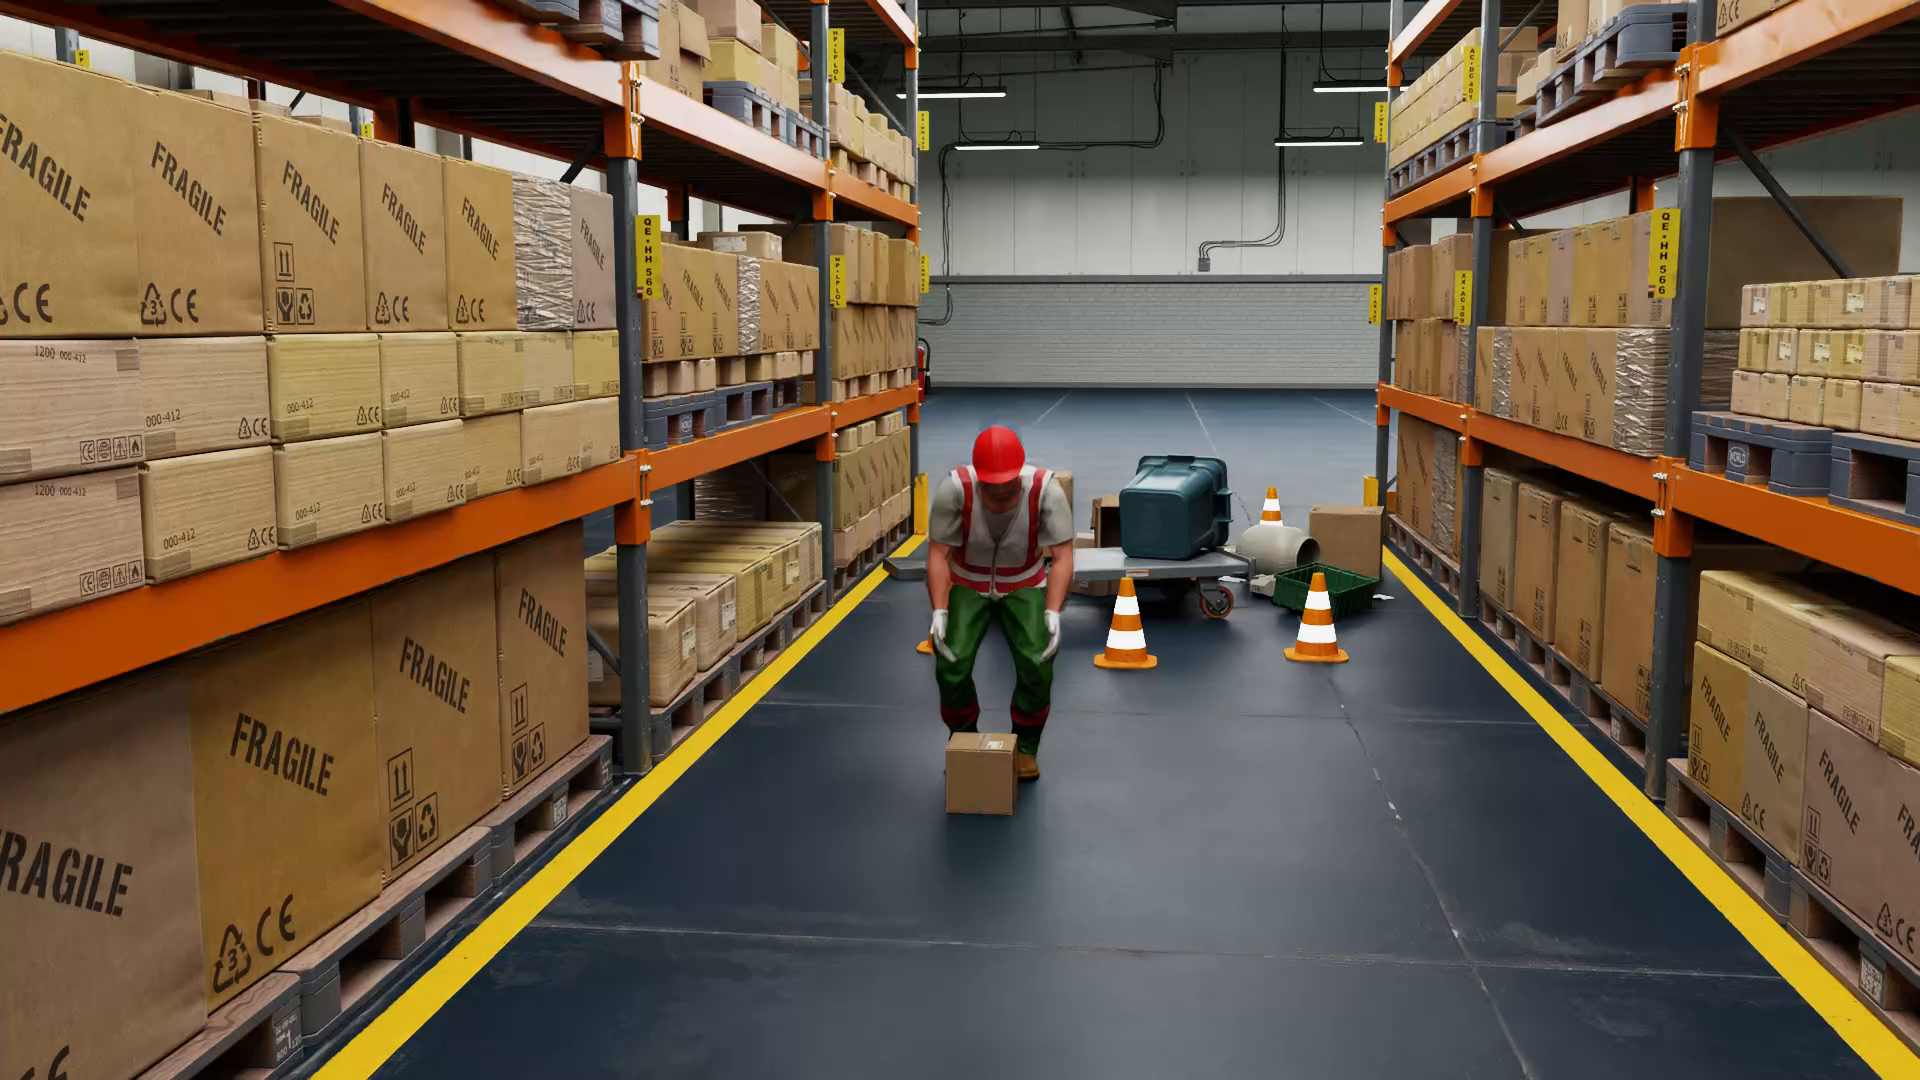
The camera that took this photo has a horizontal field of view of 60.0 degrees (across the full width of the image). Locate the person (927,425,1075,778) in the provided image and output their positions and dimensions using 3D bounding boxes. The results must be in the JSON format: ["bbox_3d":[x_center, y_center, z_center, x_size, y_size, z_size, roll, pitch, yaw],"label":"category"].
[{"bbox_3d":[0.169,0.247,6.655,0.583,1.442,0.744,1,8,6],"label":"person"}]
